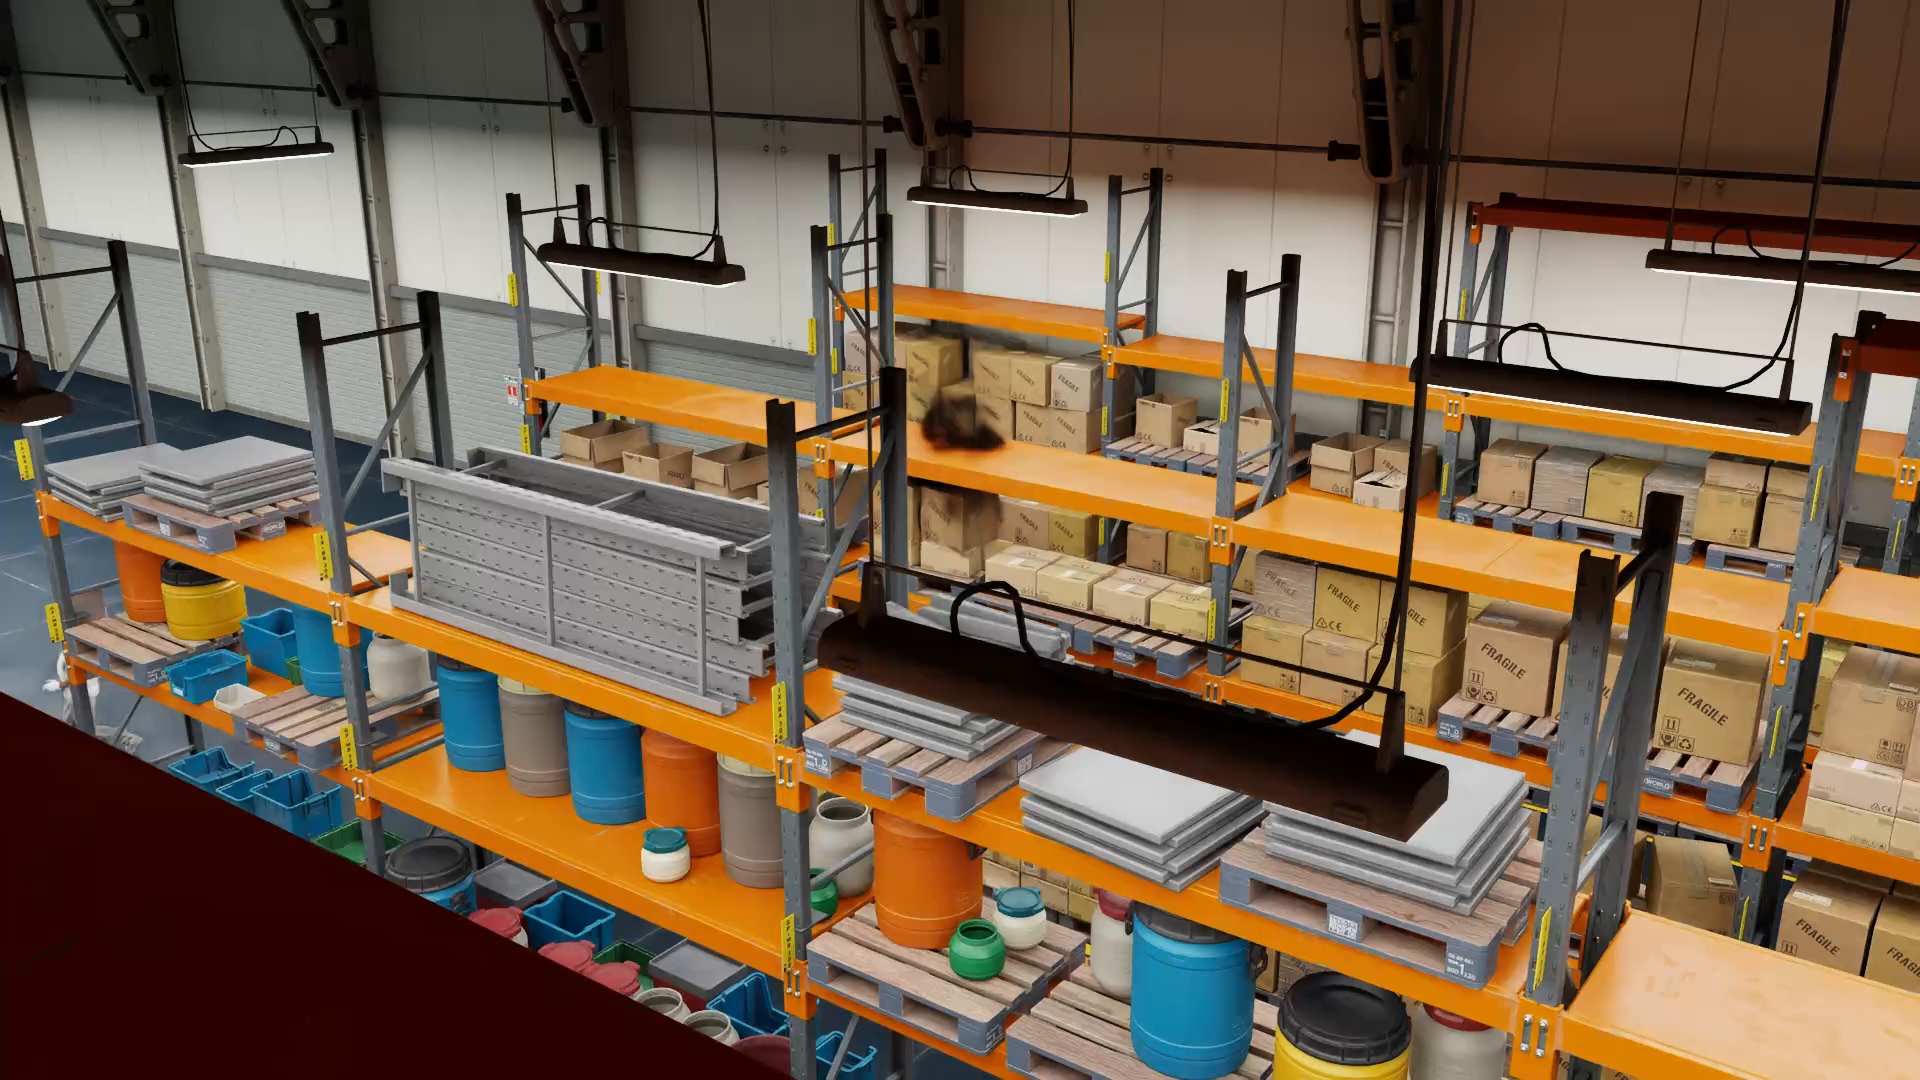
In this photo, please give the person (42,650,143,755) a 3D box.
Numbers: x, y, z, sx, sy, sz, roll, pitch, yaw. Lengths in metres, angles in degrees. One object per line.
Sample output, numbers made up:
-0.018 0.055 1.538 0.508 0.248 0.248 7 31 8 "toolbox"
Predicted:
-9.205 1.609 17.491 0.945 1.762 0.713 -8 20 -22 "person"
